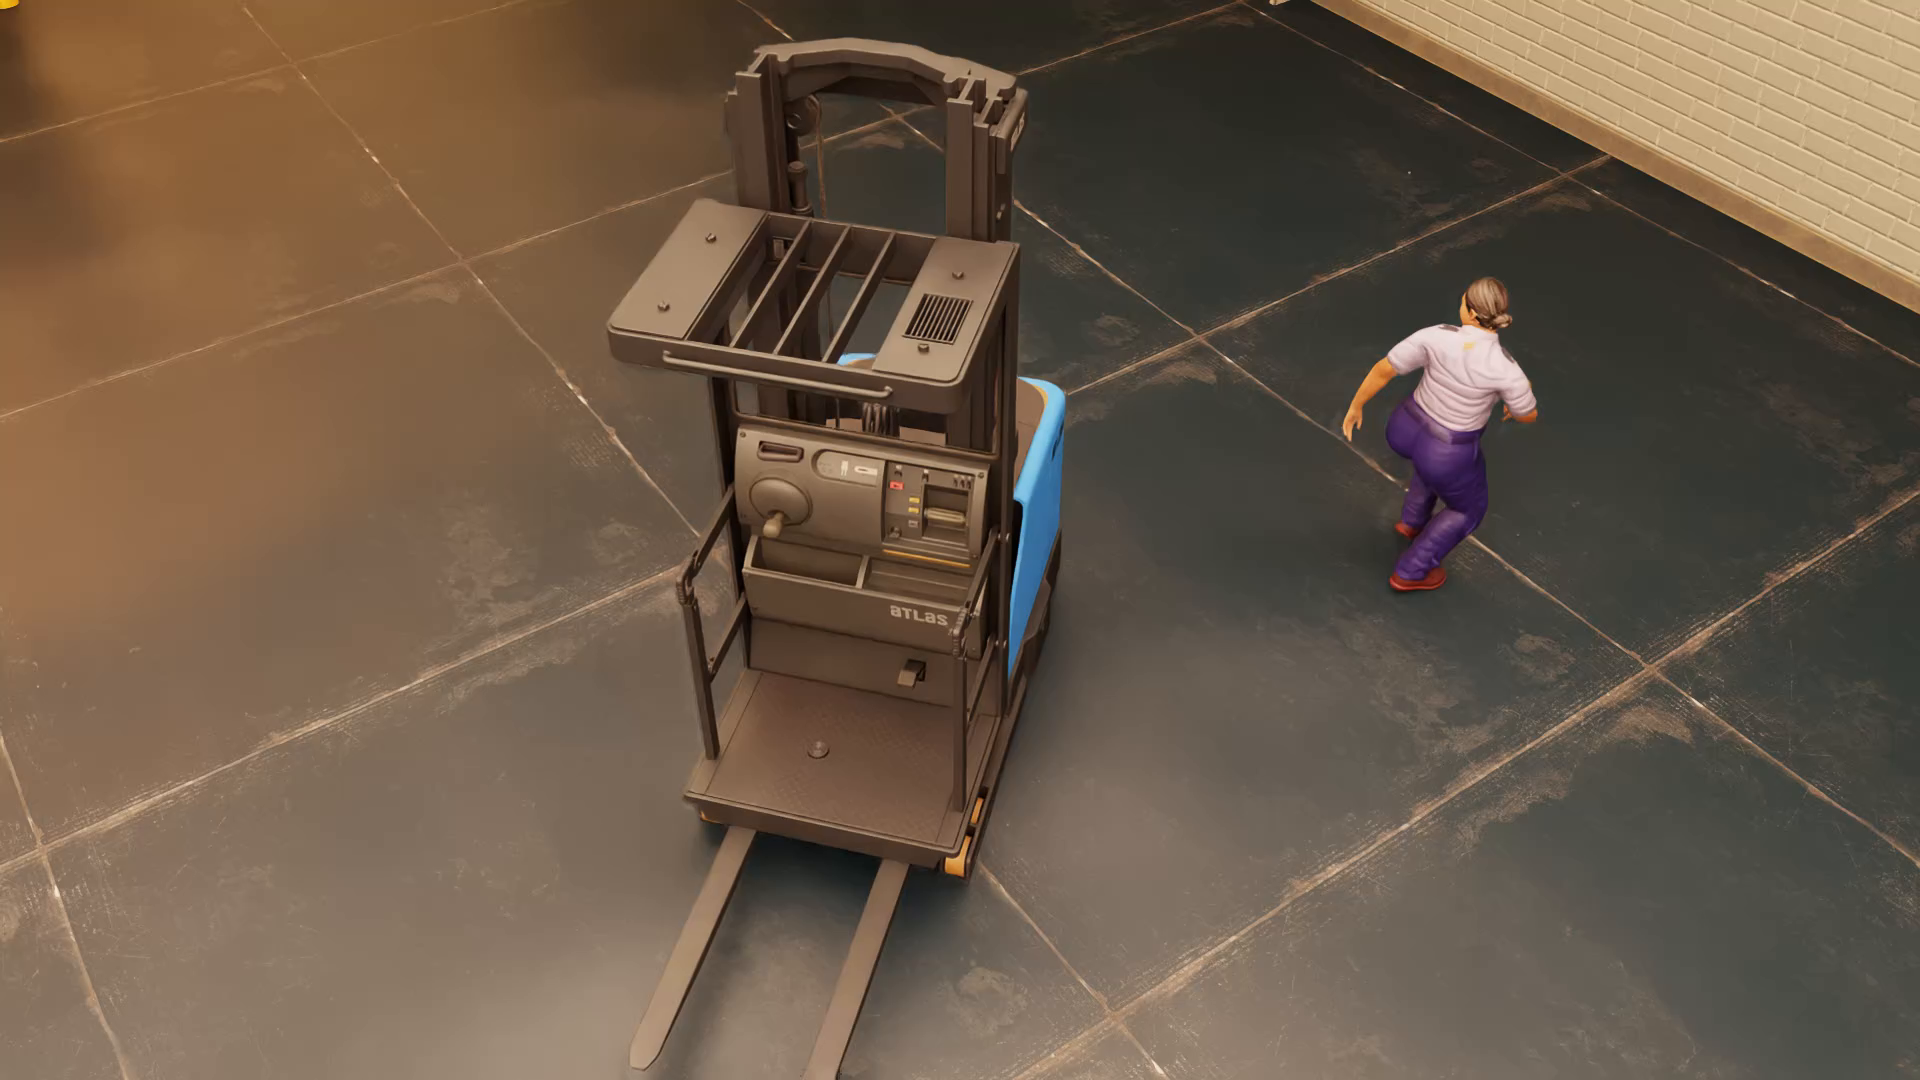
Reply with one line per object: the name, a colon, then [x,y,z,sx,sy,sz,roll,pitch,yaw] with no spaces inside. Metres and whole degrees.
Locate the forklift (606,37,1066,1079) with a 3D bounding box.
forklift: [-0.411,-0.069,5.791,1.130,2.935,3.031,10,44,11]

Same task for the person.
person: [2.104,-0.430,7.216,0.713,1.633,0.610,-25,48,-25]
